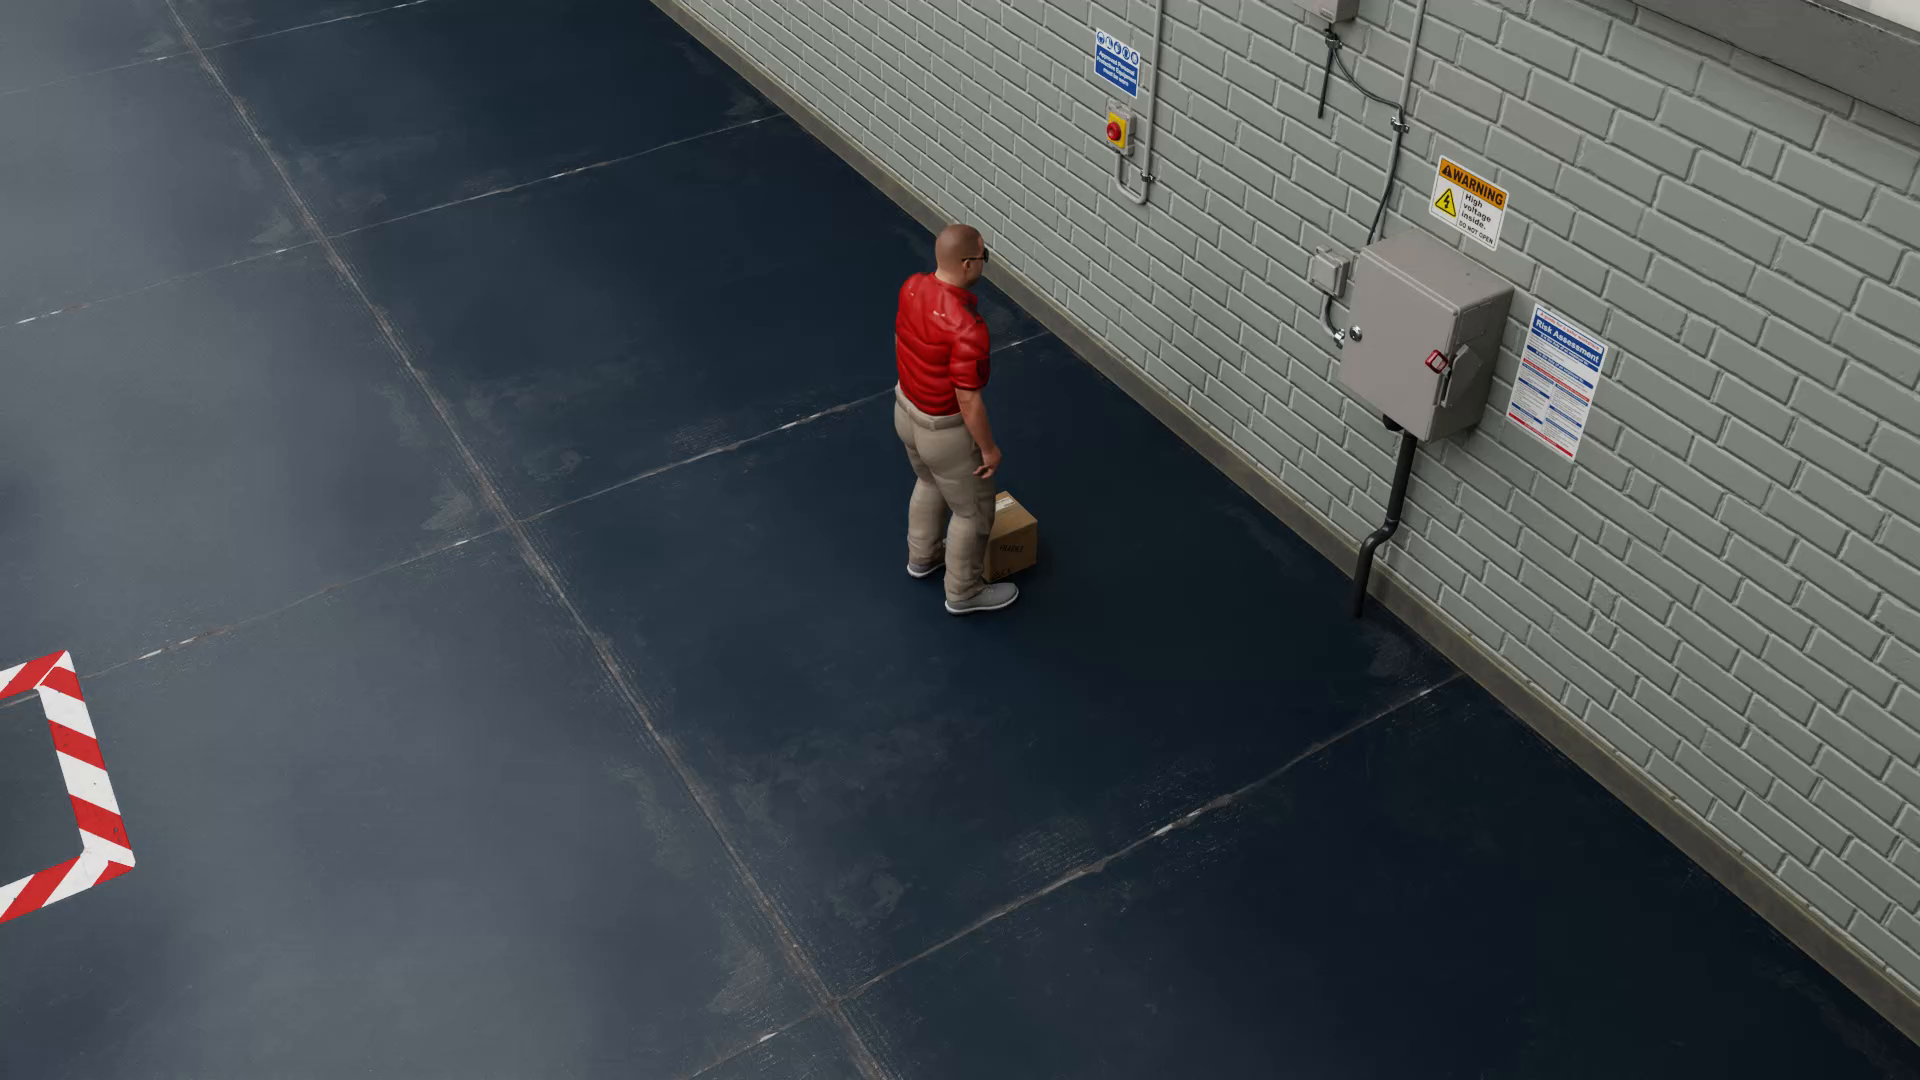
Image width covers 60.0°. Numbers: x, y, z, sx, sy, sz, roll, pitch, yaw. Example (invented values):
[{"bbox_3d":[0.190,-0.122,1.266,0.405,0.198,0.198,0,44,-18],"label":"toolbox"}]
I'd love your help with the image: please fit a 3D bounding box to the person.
[{"bbox_3d":[-0.040,-0.482,6.731,0.394,1.727,0.587,-22,45,-24],"label":"person"}]
